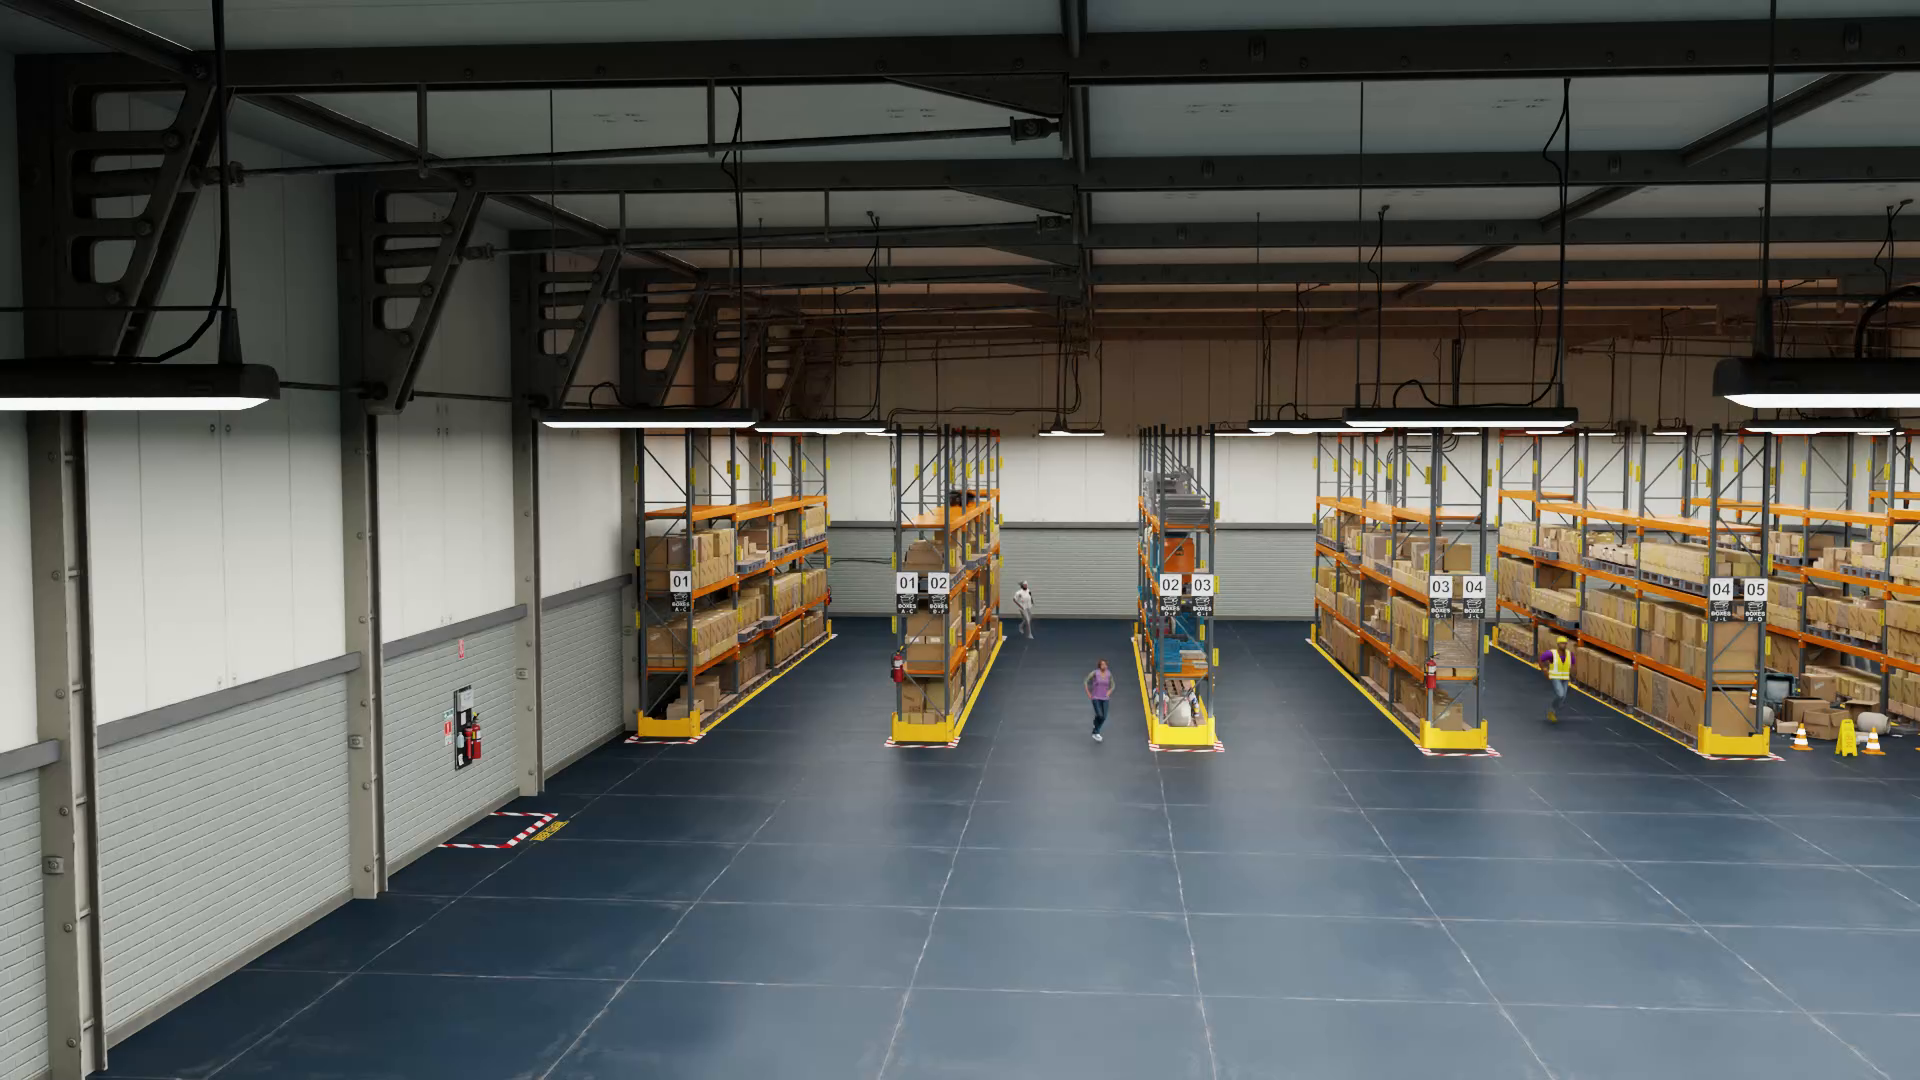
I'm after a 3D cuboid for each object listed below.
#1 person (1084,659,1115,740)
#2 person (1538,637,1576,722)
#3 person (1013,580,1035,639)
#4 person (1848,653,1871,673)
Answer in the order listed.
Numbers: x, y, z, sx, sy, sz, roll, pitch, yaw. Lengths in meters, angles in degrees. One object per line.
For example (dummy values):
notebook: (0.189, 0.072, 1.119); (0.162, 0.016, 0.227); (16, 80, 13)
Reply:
person: (2.664, 3.031, 31.448); (0.585, 1.541, 0.500); (-1, 4, -12)
person: (12.073, 2.806, 33.485); (0.687, 1.730, 0.705); (-1, 4, -11)
person: (1.829, 1.989, 47.889); (0.591, 1.682, 0.746); (-3, 4, -37)
person: (21.536, 2.451, 39.839); (0.627, 1.758, 0.651); (0, 3, -1)
